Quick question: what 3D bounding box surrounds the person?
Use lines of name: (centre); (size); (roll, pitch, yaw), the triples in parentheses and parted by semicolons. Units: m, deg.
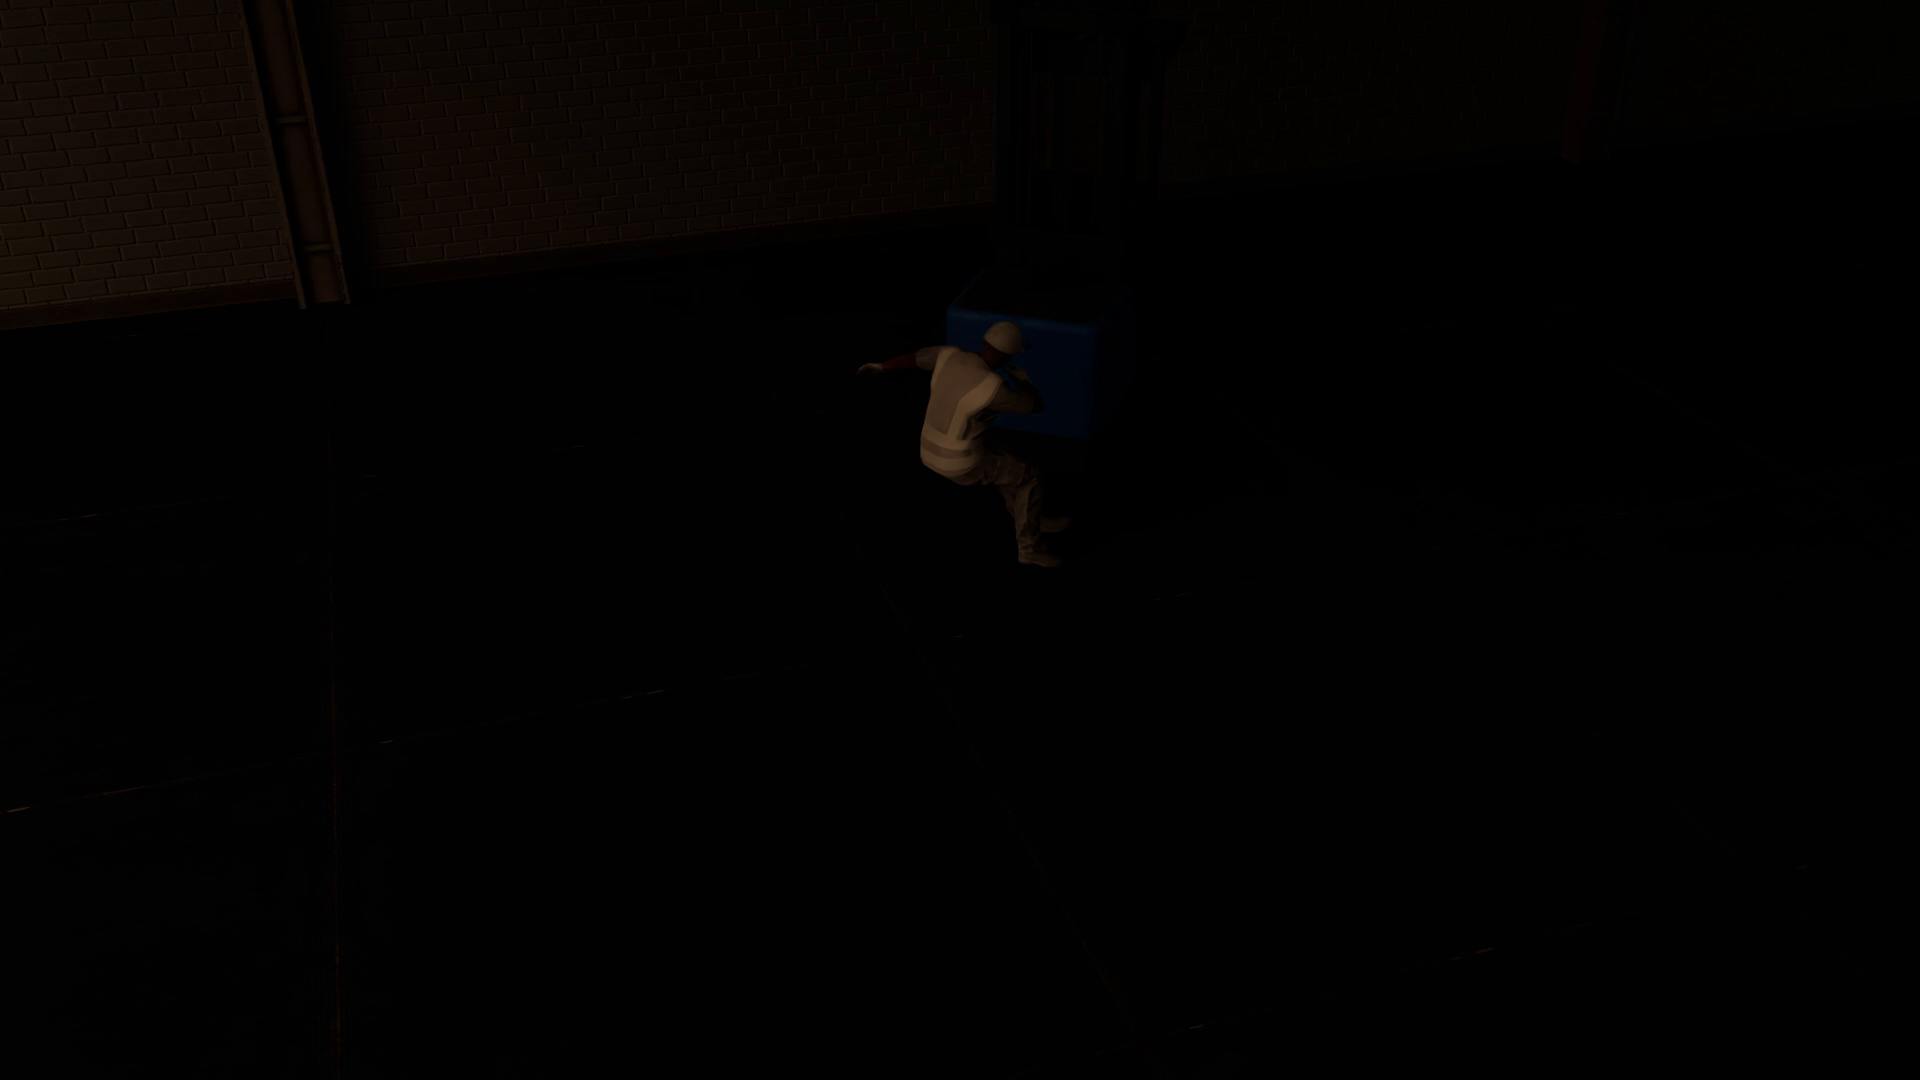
person: (0.094, -0.659, 9.770); (0.957, 1.470, 1.232); (-18, 35, -29)

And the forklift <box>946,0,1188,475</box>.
forklift: (0.853, -2.408, 11.272); (1.130, 2.935, 3.031); (10, 31, 16)
